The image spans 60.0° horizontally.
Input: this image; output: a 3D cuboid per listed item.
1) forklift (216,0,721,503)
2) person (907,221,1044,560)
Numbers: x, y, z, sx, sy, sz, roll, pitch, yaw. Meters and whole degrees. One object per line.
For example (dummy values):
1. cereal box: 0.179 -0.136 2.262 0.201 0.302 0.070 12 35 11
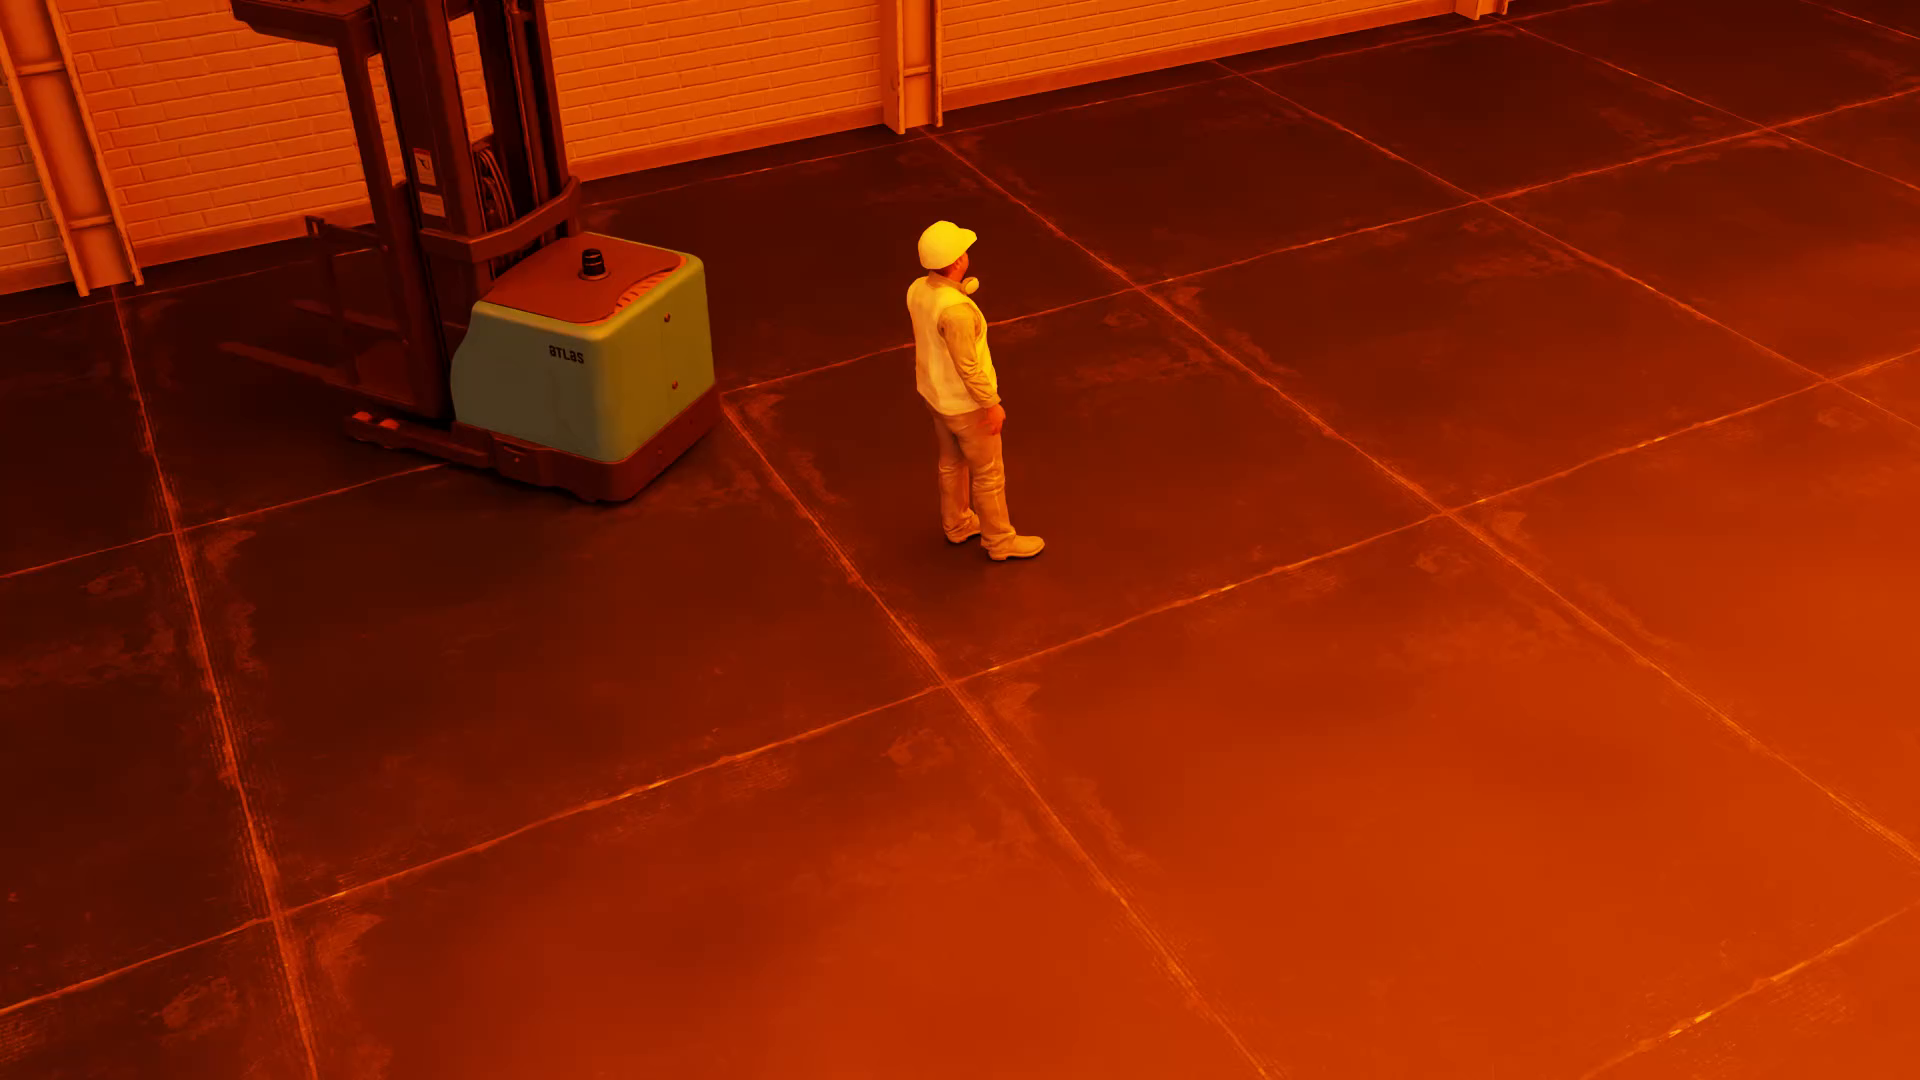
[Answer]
1. forklift: -2.925 -1.968 8.907 3.031 2.935 1.130 15 38 21
2. person: 0.059 -0.744 8.165 0.566 1.775 0.634 -17 39 -23
